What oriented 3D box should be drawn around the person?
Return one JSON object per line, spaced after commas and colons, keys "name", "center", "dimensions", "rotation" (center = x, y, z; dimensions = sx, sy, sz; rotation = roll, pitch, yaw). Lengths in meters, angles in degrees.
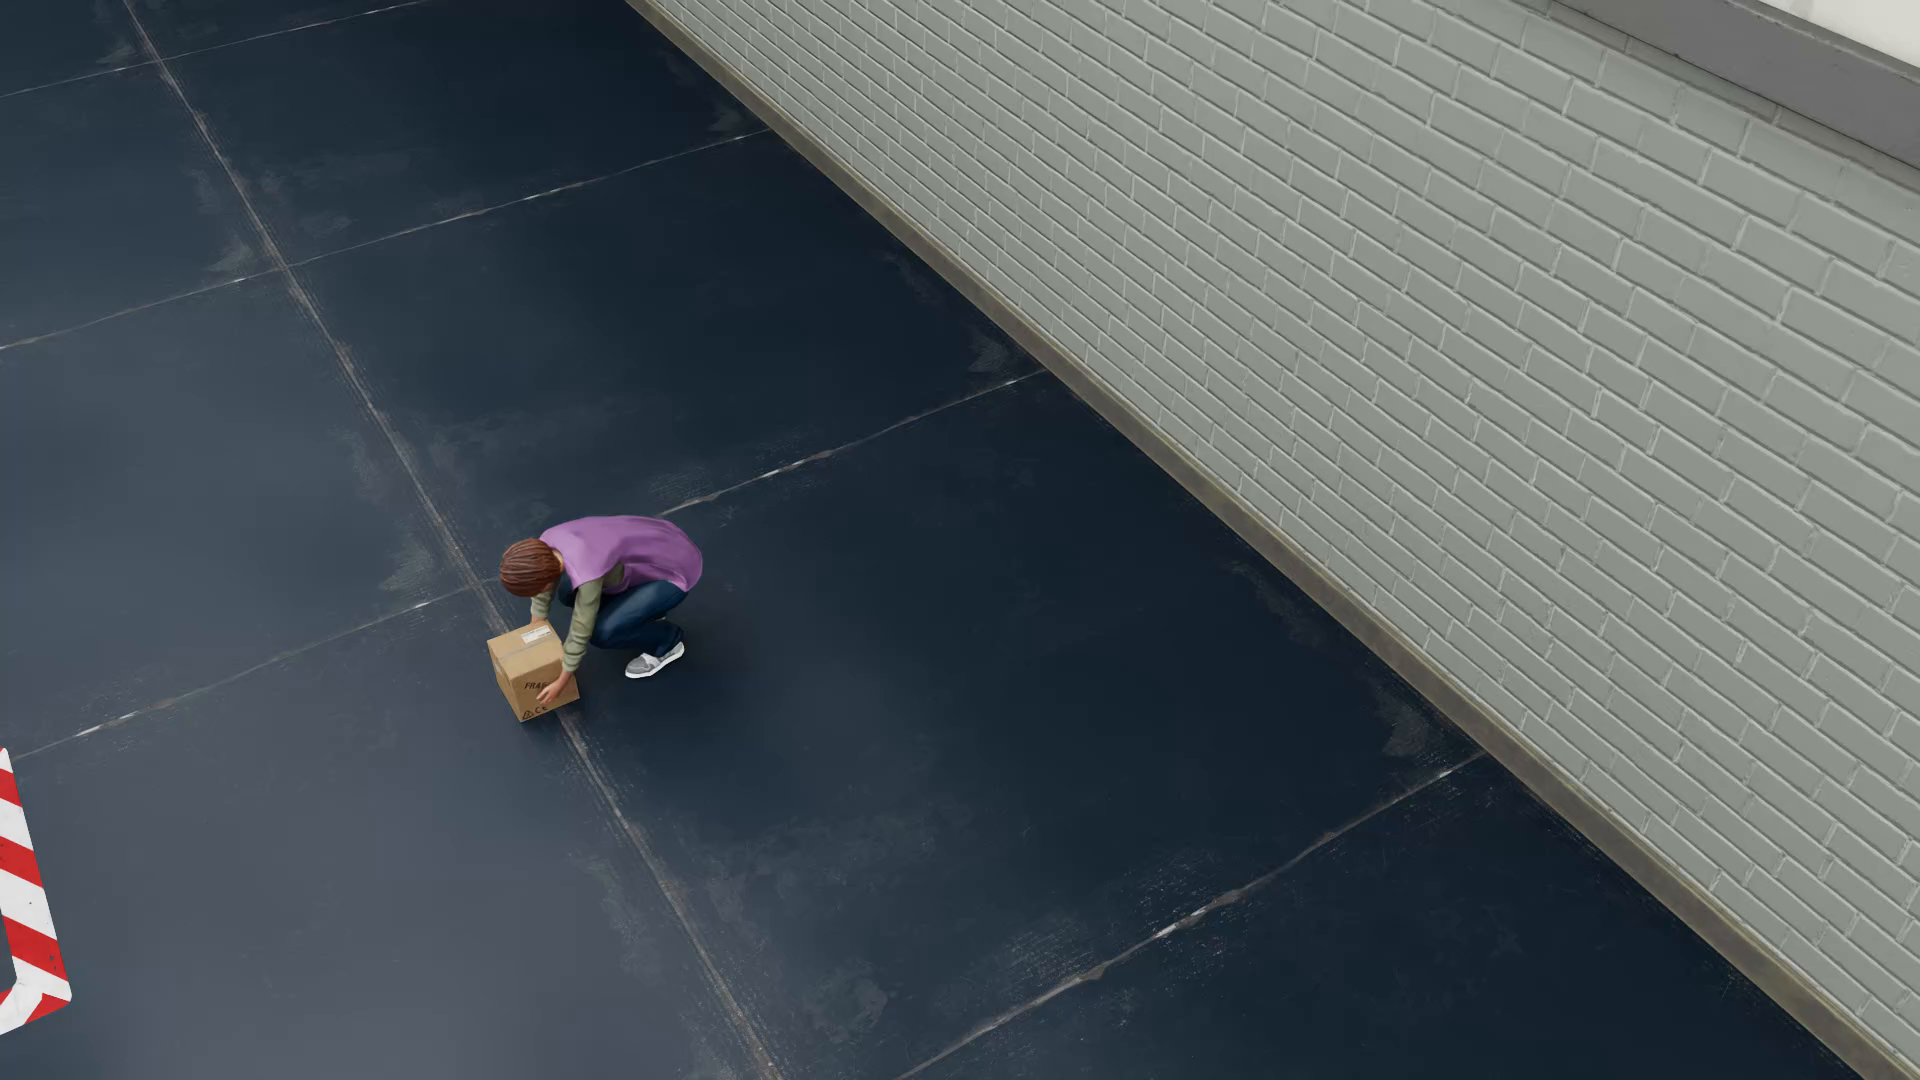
{"name": "person", "center": [-5.077, -2.980, 8.344], "dimensions": [3.339, 3.198, 10.192], "rotation": [-23, 46, -24]}
